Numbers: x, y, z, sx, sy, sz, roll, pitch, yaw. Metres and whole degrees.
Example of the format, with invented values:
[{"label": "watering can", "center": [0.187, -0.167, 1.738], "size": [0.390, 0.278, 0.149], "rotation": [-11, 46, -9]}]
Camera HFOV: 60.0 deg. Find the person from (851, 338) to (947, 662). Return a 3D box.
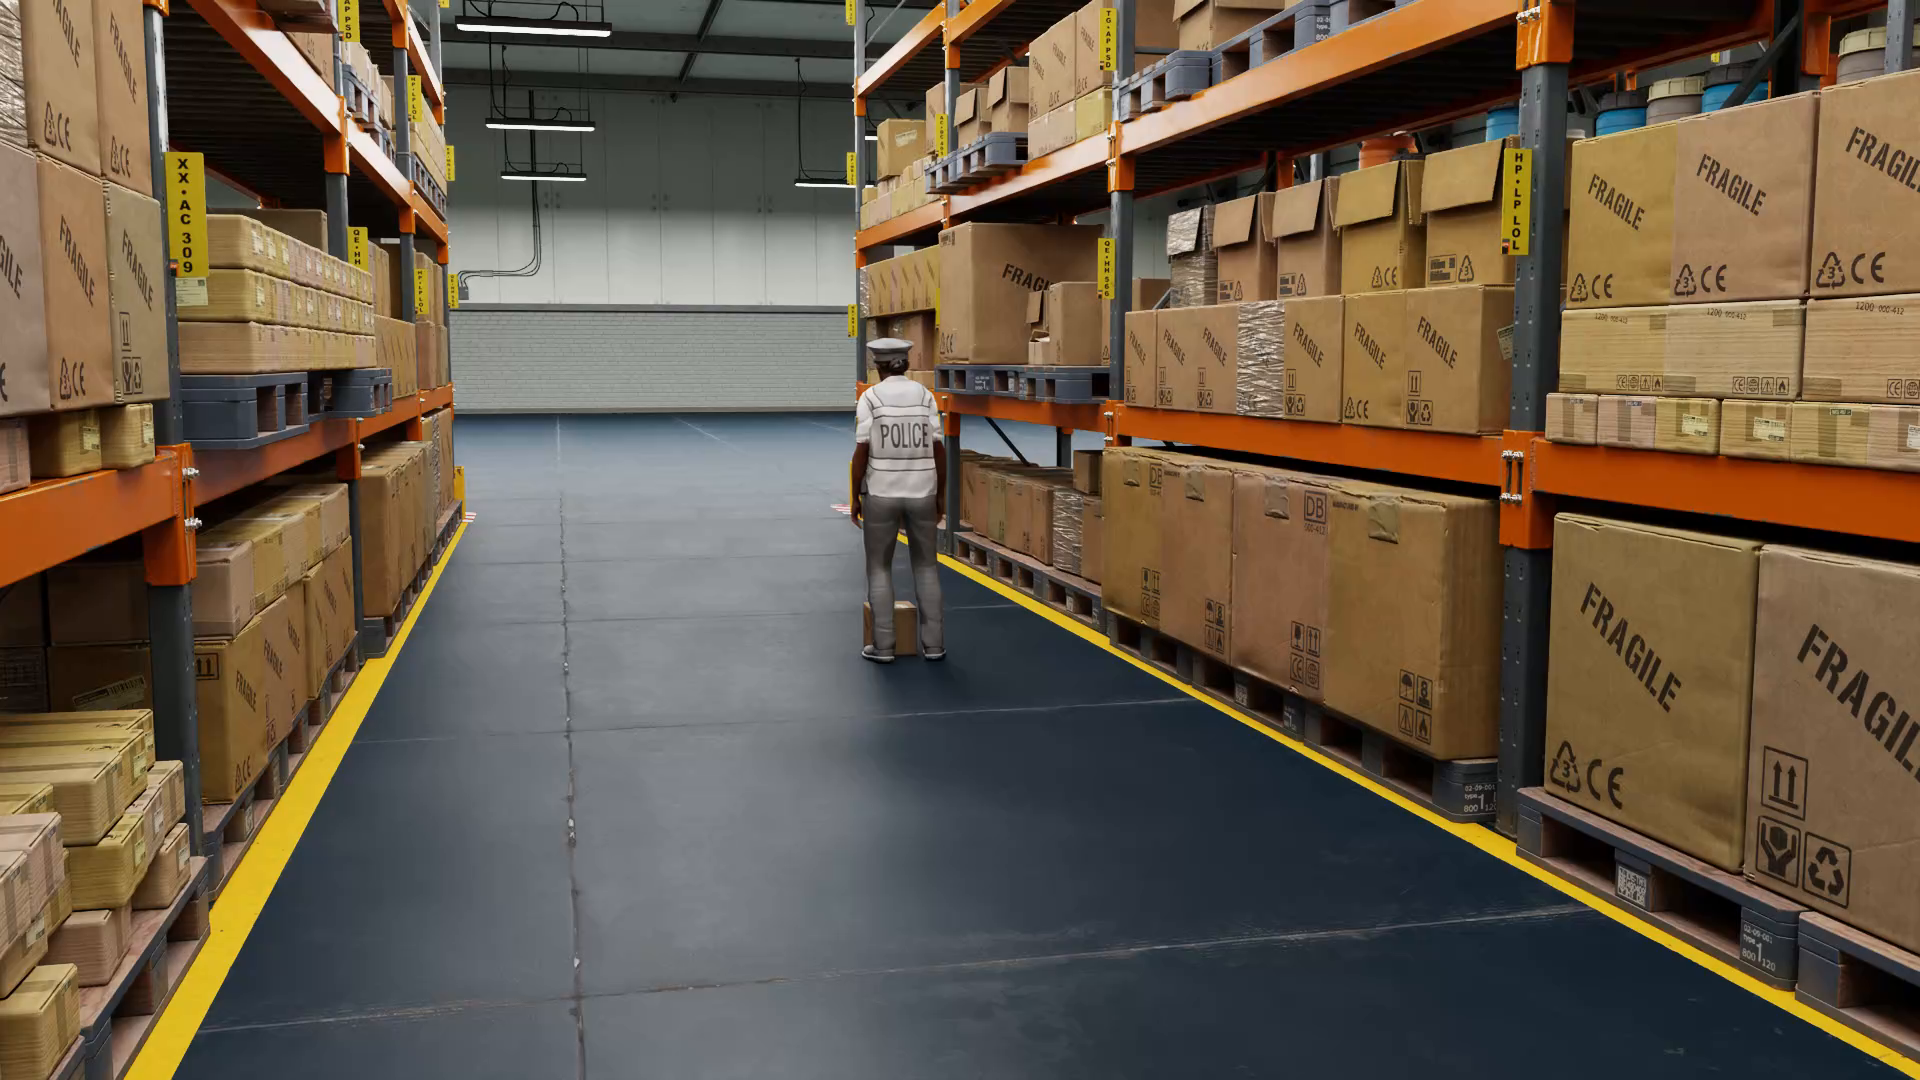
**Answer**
[{"label": "person", "center": [-0.308, -0.205, 8.570], "size": [0.519, 1.658, 0.399], "rotation": [-2, 6, -15]}]
